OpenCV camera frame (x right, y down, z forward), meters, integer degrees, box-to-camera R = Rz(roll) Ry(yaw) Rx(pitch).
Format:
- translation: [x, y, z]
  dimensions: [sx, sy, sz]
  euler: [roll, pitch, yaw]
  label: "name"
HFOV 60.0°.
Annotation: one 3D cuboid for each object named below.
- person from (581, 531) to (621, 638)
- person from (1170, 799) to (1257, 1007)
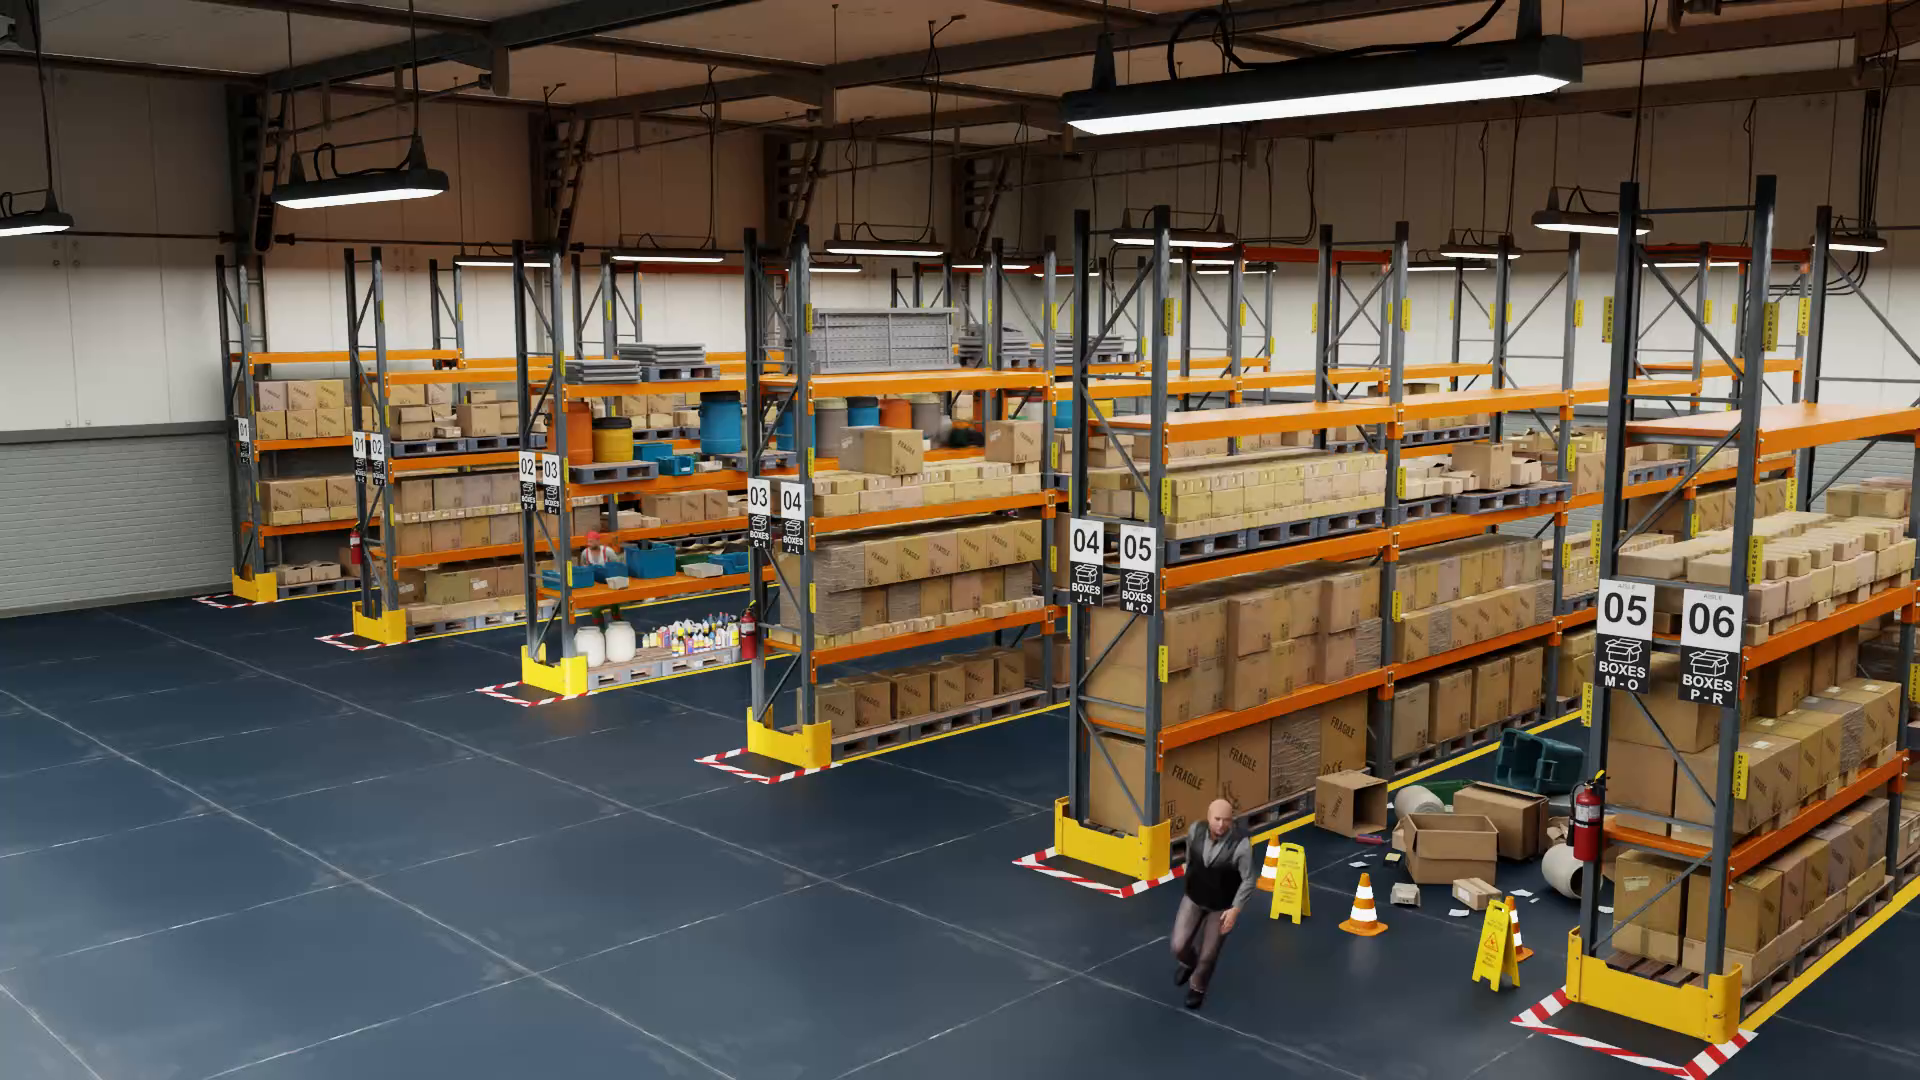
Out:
- translation: [-5.534, 0.700, 25.769]
  dimensions: [0.662, 1.730, 0.822]
  euler: [-1, 8, -9]
  label: "person"
- translation: [1.851, 2.640, 12.133]
  dimensions: [0.674, 1.645, 0.728]
  euler: [4, 9, 24]
  label: "person"
